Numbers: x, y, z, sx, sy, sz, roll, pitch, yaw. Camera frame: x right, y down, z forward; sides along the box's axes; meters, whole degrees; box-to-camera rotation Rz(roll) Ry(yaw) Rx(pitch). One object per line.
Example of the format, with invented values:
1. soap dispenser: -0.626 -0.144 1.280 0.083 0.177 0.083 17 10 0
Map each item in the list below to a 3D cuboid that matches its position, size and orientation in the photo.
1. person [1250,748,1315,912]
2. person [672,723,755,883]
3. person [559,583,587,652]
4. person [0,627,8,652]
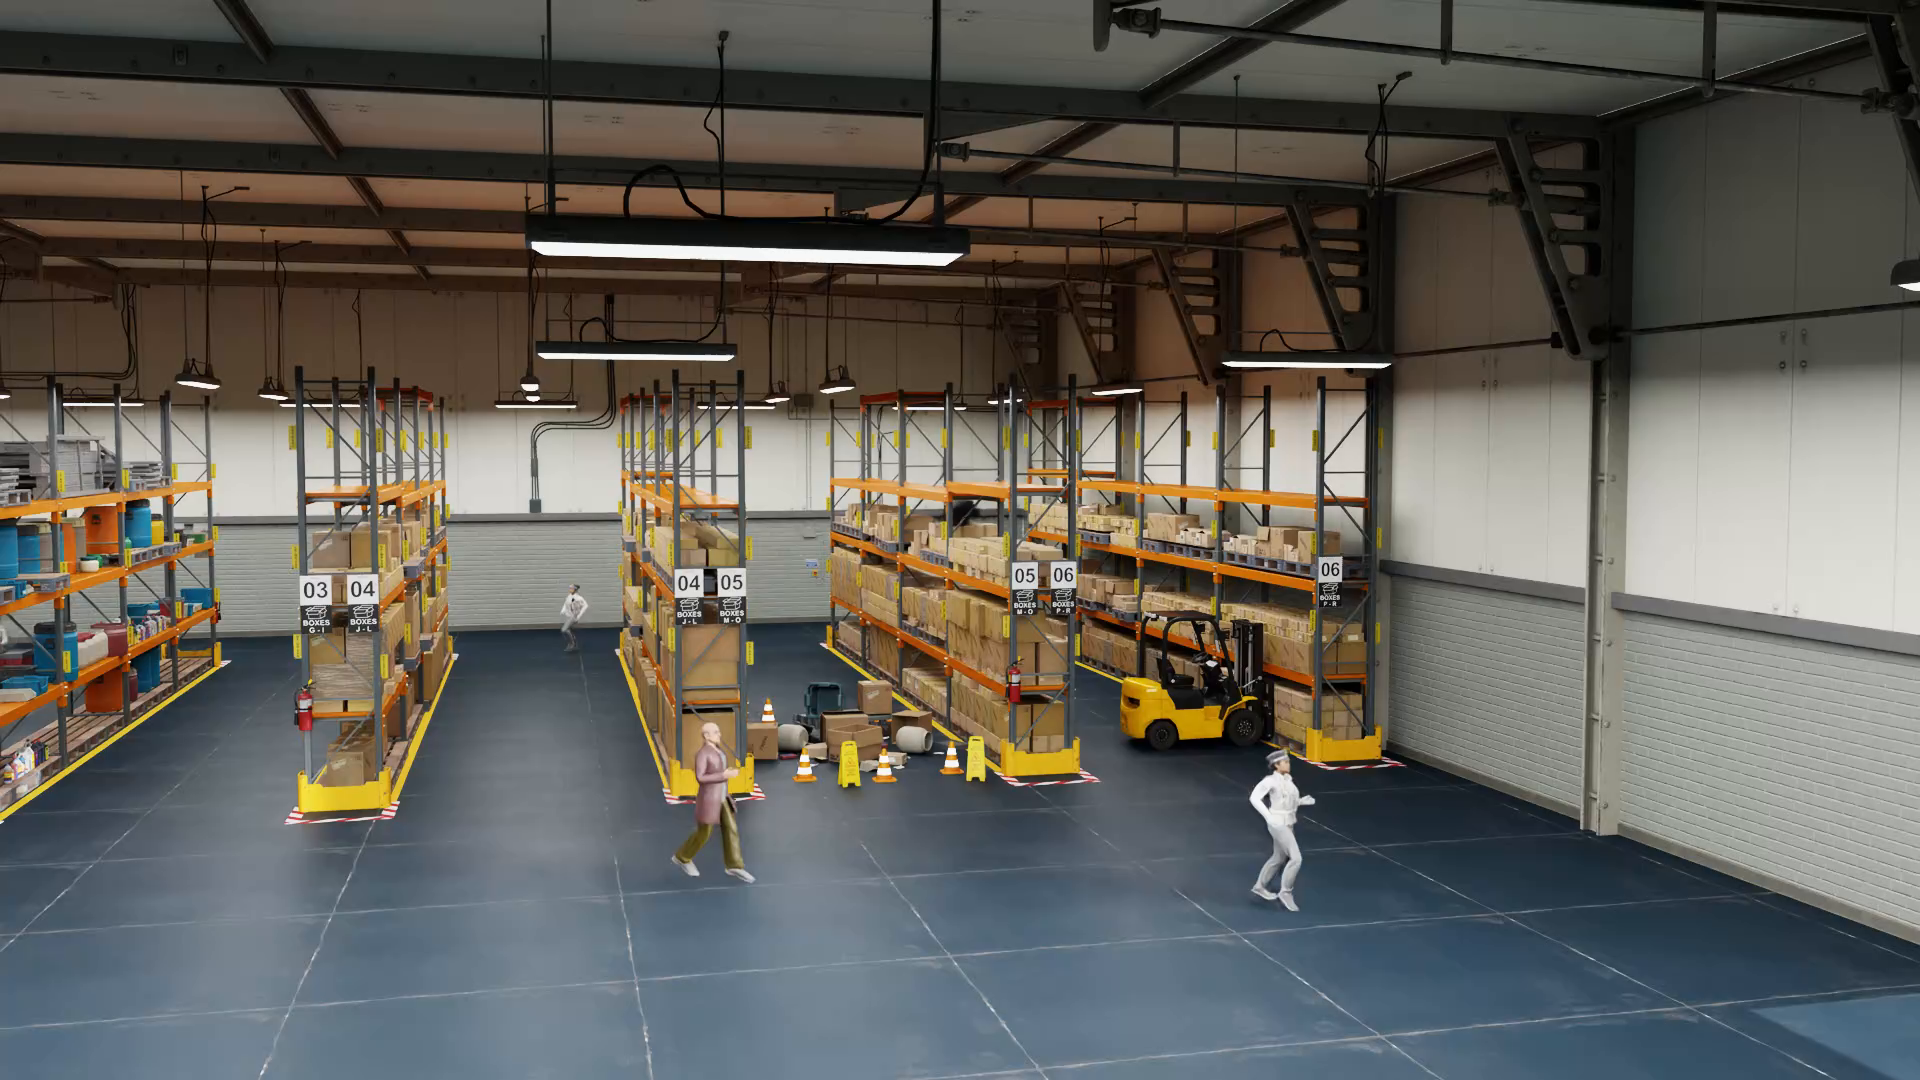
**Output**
1. person: 3.451 3.097 17.826 0.689 1.748 0.590 2 4 31
2. person: -2.815 2.965 18.832 0.985 1.808 0.701 1 4 20
3. person: -9.181 1.831 39.346 0.675 1.646 0.599 3 5 44
4. person: -18.774 2.274 32.311 0.505 1.644 0.711 -2 4 -26
